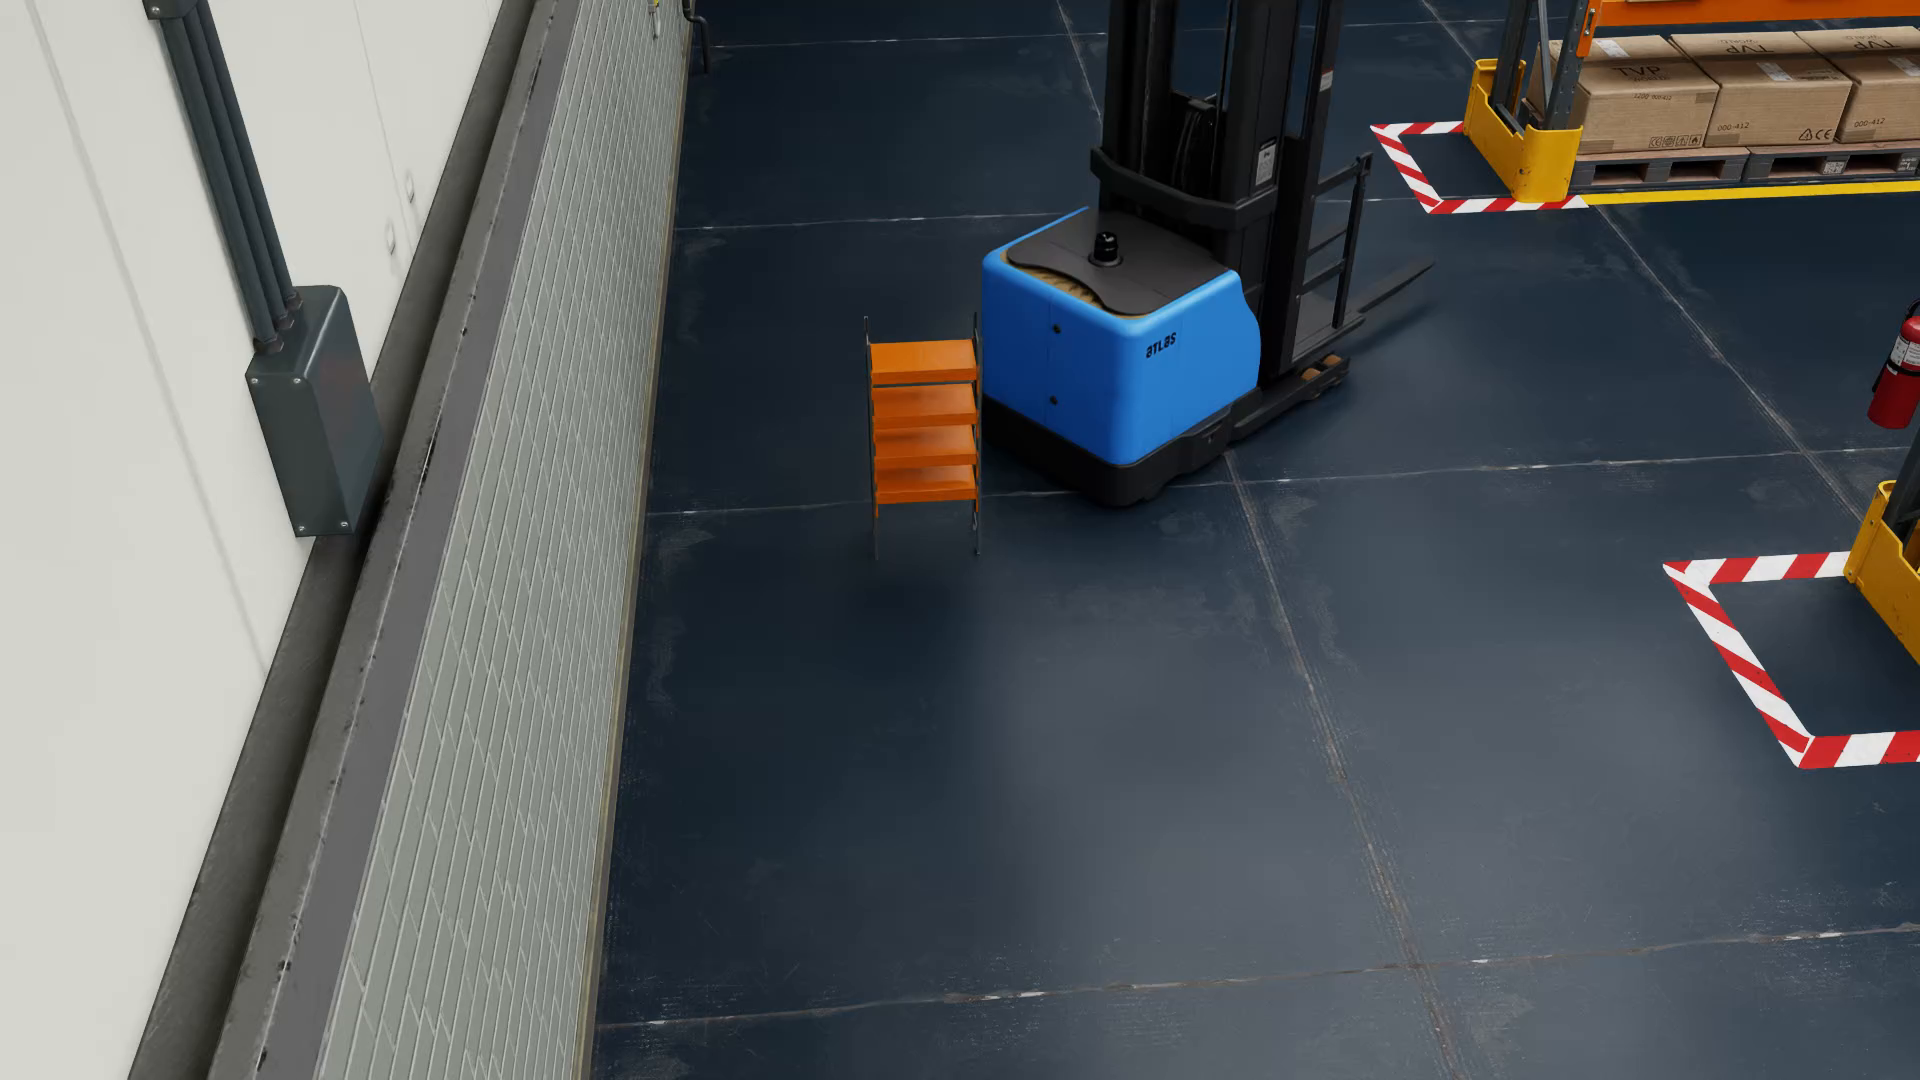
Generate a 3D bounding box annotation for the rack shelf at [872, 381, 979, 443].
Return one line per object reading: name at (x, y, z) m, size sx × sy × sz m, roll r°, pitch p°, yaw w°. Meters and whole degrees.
rack shelf at (-0.165, -0.585, 7.592) m, size 0.480 × 0.148 × 0.258 m, roll -3°, pitch 38°, yaw -4°

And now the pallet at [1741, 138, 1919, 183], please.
pallet at (5.784, -2.806, 11.458) m, size 1.213 × 0.211 × 1.003 m, roll -3°, pitch 38°, yaw -4°

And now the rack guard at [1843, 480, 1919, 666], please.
rack guard at (4.397, 0.282, 7.311) m, size 0.348 × 0.500 × 1.175 m, roll -3°, pitch 38°, yaw -4°

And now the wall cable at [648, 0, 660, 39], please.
wall cable at (-1.832, -3.831, 9.660) m, size 0.123 × 1.953 × 0.585 m, roll -3°, pitch 38°, yaw -4°

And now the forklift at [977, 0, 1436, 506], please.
forklift at (1.495, -2.120, 8.393) m, size 3.031 × 2.935 × 1.130 m, roll -31°, pitch 48°, yaw -33°

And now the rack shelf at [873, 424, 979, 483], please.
rack shelf at (-0.165, -0.409, 7.731) m, size 0.480 × 0.148 × 0.258 m, roll -3°, pitch 38°, yaw -4°

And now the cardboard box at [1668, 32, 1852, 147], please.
cardboard box at (5.342, -3.056, 11.253) m, size 0.875 × 0.438 × 0.875 m, roll -2°, pitch 38°, yaw -3°

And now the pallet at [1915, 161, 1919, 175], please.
pallet at (7.002, -2.875, 11.545) m, size 1.213 × 0.211 × 1.003 m, roll -3°, pitch 38°, yaw -4°

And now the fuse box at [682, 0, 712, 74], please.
fuse box at (-1.873, -4.218, 12.037) m, size 0.414 × 1.711 × 0.539 m, roll -3°, pitch 38°, yaw -4°

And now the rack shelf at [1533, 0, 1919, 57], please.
rack shelf at (5.775, -3.571, 10.757) m, size 4.000 × 0.370 × 1.077 m, roll -3°, pitch 38°, yaw -4°

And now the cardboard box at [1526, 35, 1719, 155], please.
cardboard box at (4.431, -3.001, 11.183) m, size 0.875 × 0.438 × 0.875 m, roll -4°, pitch 38°, yaw -6°

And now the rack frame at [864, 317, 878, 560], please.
rack frame at (-0.408, -0.449, 7.672) m, size 0.015 × 1.200 × 0.240 m, roll -3°, pitch 38°, yaw -4°

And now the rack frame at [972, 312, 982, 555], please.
rack frame at (0.078, -0.475, 7.706) m, size 0.015 × 1.200 × 0.240 m, roll -3°, pitch 38°, yaw -4°

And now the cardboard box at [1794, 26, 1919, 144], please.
cardboard box at (6.240, -3.104, 11.314) m, size 0.875 × 0.438 × 0.875 m, roll -4°, pitch 38°, yaw -5°

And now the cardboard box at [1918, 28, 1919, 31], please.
cardboard box at (7.132, -3.154, 11.377) m, size 0.875 × 0.438 × 0.875 m, roll -4°, pitch 38°, yaw -5°

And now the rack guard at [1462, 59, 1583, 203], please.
rack guard at (3.759, -2.761, 11.168) m, size 0.348 × 0.500 × 1.175 m, roll -3°, pitch 38°, yaw -4°

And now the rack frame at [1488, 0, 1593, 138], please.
rack frame at (3.782, -3.744, 10.395) m, size 0.127 × 3.000 × 1.000 m, roll -3°, pitch 38°, yaw -4°

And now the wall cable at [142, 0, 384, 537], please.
wall cable at (-1.277, -3.064, 2.093) m, size 0.120 × 5.999 × 2.277 m, roll -3°, pitch 38°, yaw -4°

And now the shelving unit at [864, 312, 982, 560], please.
shelving unit at (-0.165, -0.462, 7.689) m, size 0.503 × 1.200 × 0.258 m, roll -3°, pitch 38°, yaw -4°

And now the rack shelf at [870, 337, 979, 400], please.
rack shelf at (-0.165, -0.770, 7.445) m, size 0.480 × 0.148 × 0.258 m, roll -3°, pitch 38°, yaw -4°

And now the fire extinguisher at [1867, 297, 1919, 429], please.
fire extinguisher at (4.030, -0.789, 7.014) m, size 0.183 × 0.674 × 0.296 m, roll -3°, pitch 38°, yaw -4°

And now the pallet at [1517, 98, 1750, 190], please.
pallet at (4.572, -2.741, 11.376) m, size 1.213 × 0.211 × 1.003 m, roll -3°, pitch 38°, yaw -4°

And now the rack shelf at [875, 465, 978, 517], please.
rack shelf at (-0.165, -0.253, 7.853) m, size 0.480 × 0.148 × 0.258 m, roll -3°, pitch 38°, yaw -4°

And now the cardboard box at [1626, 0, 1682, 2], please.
cardboard box at (4.286, -3.632, 10.173) m, size 0.500 × 0.500 × 0.500 m, roll -3°, pitch 38°, yaw -4°

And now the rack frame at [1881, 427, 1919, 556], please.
rack frame at (4.322, -0.695, 6.531) m, size 0.127 × 3.000 × 1.000 m, roll -3°, pitch 38°, yaw -4°
